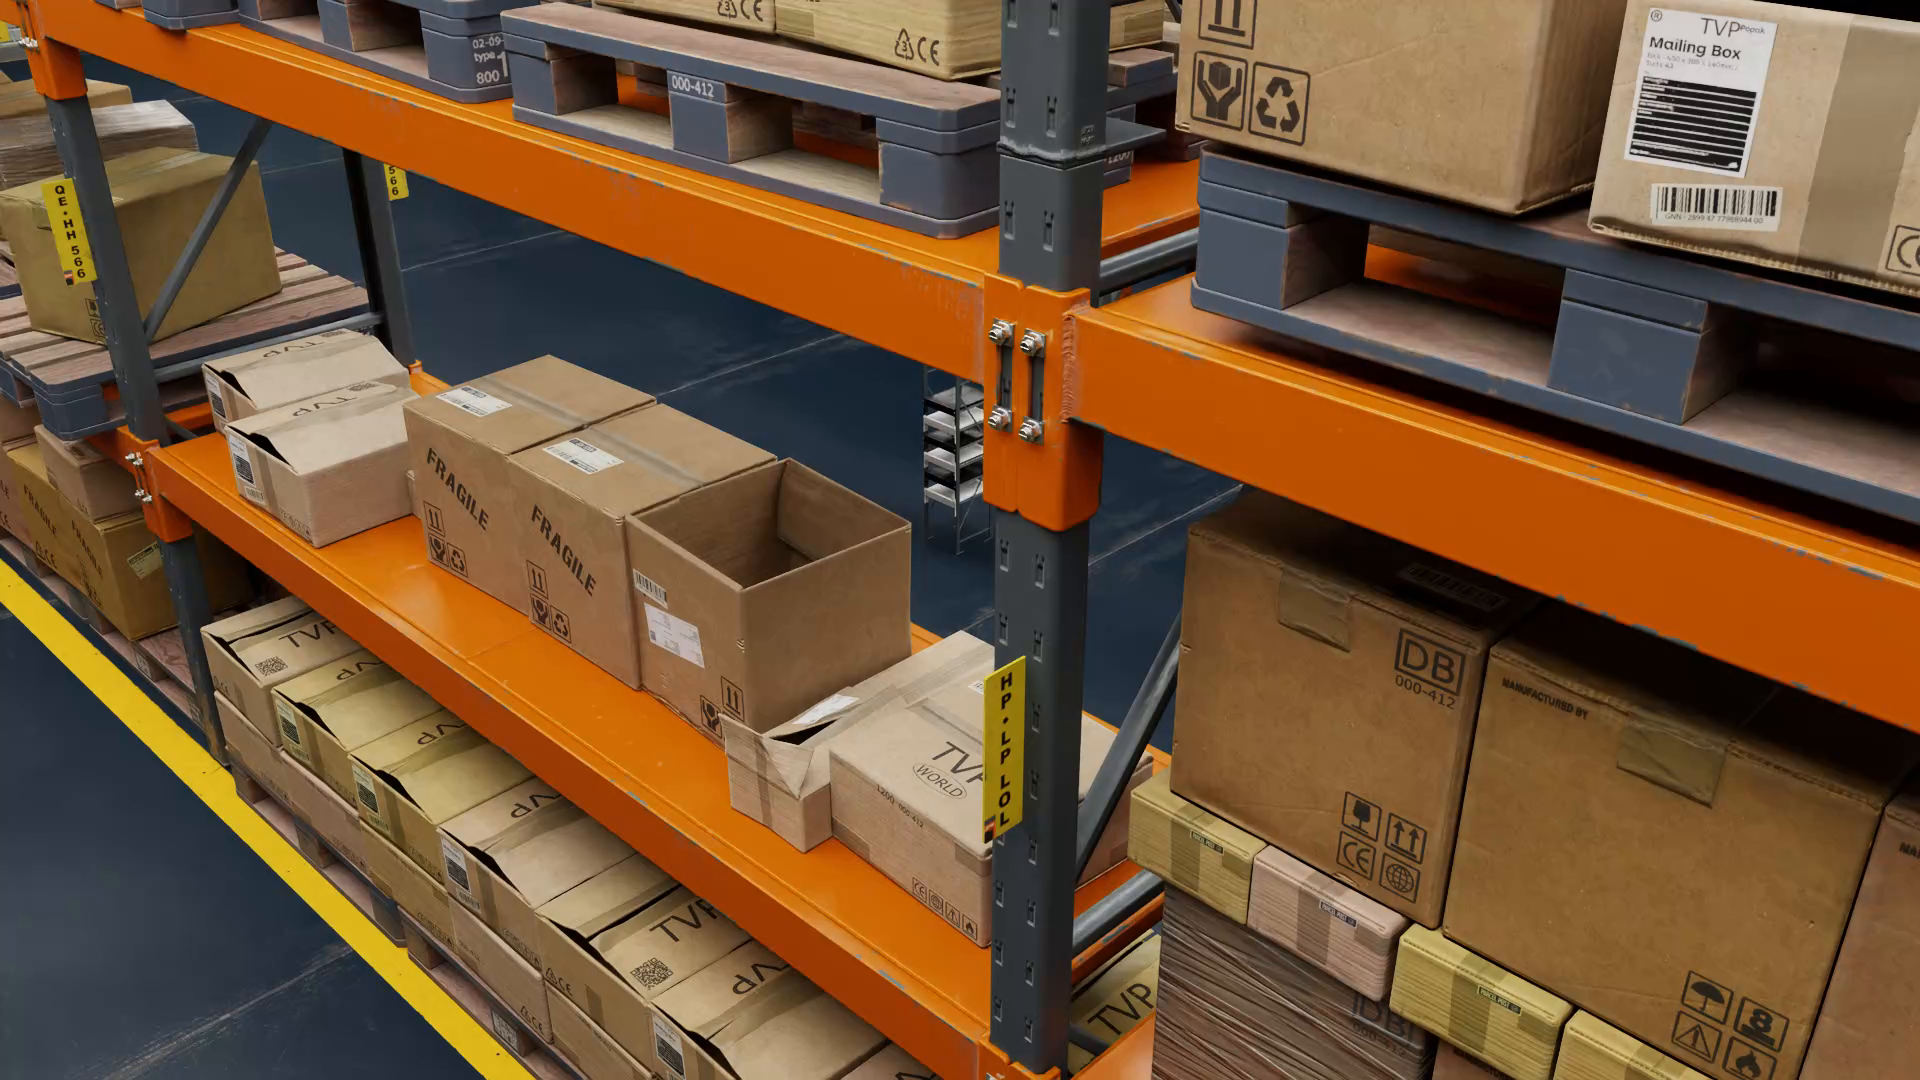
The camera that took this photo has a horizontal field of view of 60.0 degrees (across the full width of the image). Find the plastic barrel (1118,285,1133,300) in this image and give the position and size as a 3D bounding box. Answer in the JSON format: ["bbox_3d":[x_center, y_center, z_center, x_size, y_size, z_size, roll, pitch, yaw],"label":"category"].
[{"bbox_3d":[0.709,-1.689,9.619,0.708,0.830,0.600,25,36,38],"label":"plastic barrel"}]

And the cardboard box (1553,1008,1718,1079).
[{"bbox_3d":[1.055,0.710,2.373,0.250,0.149,0.380,24,36,38],"label":"cardboard box"}]

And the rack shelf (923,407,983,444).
[{"bbox_3d":[-0.006,-0.531,7.477,0.200,0.077,0.258,25,36,38],"label":"rack shelf"}]

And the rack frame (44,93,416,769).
[{"bbox_3d":[-2.405,-0.667,5.795,0.127,3.000,1.000,25,36,38],"label":"rack frame"}]

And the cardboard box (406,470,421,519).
[{"bbox_3d":[-1.456,-0.158,5.097,0.380,0.149,0.250,-22,35,-36],"label":"cardboard box"}]

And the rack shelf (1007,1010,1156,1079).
[{"bbox_3d":[1.873,1.610,2.239,4.000,0.370,1.077,25,36,38],"label":"rack shelf"}]

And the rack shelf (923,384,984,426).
[{"bbox_3d":[-0.006,-0.610,7.435,0.200,0.077,0.258,25,36,38],"label":"rack shelf"}]

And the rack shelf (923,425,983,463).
[{"bbox_3d":[-0.006,-0.451,7.519,0.200,0.077,0.258,25,36,38],"label":"rack shelf"}]

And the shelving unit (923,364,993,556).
[{"bbox_3d":[-0.006,-0.401,7.546,0.210,0.900,0.258,25,36,38],"label":"shelving unit"}]

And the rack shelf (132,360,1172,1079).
[{"bbox_3d":[-0.979,0.304,4.721,4.000,0.370,1.077,25,36,38],"label":"rack shelf"}]

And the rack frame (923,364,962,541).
[{"bbox_3d":[-0.078,-0.434,7.609,0.006,0.900,0.240,25,36,38],"label":"rack frame"}]

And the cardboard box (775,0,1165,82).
[{"bbox_3d":[0.014,-1.013,2.940,0.500,0.250,0.500,-21,34,-34],"label":"cardboard box"}]

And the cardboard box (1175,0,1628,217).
[{"bbox_3d":[0.621,-0.729,1.982,0.500,0.500,0.500,-22,35,-35],"label":"cardboard box"}]

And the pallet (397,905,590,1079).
[{"bbox_3d":[-0.980,1.247,5.151,1.213,0.211,1.003,25,36,38],"label":"pallet"}]

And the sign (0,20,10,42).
[{"bbox_3d":[-4.871,-2.670,8.360,0.005,0.325,0.100,25,36,38],"label":"sign"}]

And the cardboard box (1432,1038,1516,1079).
[{"bbox_3d":[1.149,0.907,2.695,0.500,0.500,0.700,24,36,38],"label":"cardboard box"}]

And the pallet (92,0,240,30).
[{"bbox_3d":[-1.859,-1.719,4.776,1.213,0.211,1.003,-23,36,-37],"label":"pallet"}]

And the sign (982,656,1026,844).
[{"bbox_3d":[0.074,0.344,2.713,0.005,0.325,0.100,25,36,38],"label":"sign"}]

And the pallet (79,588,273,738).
[{"bbox_3d":[-2.911,0.311,6.931,1.213,0.211,1.003,25,36,38],"label":"pallet"}]

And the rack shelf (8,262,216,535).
[{"bbox_3d":[-3.831,-1.001,7.203,4.000,0.370,1.077,25,36,38],"label":"rack shelf"}]

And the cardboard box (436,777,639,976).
[{"bbox_3d":[-1.128,0.888,4.739,0.500,0.311,0.500,24,36,38],"label":"cardboard box"}]

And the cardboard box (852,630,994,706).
[{"bbox_3d":[-0.041,0.393,4.050,0.250,0.149,0.380,25,36,38],"label":"cardboard box"}]

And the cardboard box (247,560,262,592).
[{"bbox_3d":[-2.907,-0.167,7.058,0.500,0.500,0.500,23,35,37],"label":"cardboard box"}]

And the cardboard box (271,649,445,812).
[{"bbox_3d":[-1.857,0.553,5.375,0.500,0.311,0.500,24,36,37],"label":"cardboard box"}]

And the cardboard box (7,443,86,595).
[{"bbox_3d":[-3.605,-0.151,7.028,0.500,0.500,0.500,23,35,37],"label":"cardboard box"}]

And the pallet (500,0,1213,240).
[{"bbox_3d":[-0.191,-0.888,3.198,1.217,0.209,0.805,23,35,36],"label":"pallet"}]

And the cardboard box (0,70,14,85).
[{"bbox_3d":[-4.542,-1.770,7.334,0.700,0.500,0.500,-19,33,-32],"label":"cardboard box"}]

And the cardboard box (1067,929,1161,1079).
[{"bbox_3d":[0.327,1.204,4.138,0.500,0.311,0.500,25,37,39],"label":"cardboard box"}]

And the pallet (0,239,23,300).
[{"bbox_3d":[-3.795,-1.215,7.043,1.213,0.211,1.003,25,36,38],"label":"pallet"}]

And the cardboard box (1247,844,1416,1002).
[{"bbox_3d":[0.682,0.541,2.694,0.380,0.149,0.250,-25,36,-38],"label":"cardboard box"}]

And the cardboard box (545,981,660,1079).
[{"bbox_3d":[-0.776,1.298,4.561,0.500,0.250,0.500,-24,36,-38],"label":"cardboard box"}]

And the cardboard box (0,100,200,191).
[{"bbox_3d":[-3.452,-1.427,6.681,0.700,0.500,0.500,-18,33,-30],"label":"cardboard box"}]

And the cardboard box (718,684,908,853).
[{"bbox_3d":[-0.309,0.472,3.774,0.258,0.266,0.396,24,36,37],"label":"cardboard box"}]

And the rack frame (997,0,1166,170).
[{"bbox_3d":[0.447,-2.017,1.916,0.127,3.000,1.000,25,36,38],"label":"rack frame"}]

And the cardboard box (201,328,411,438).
[{"bbox_3d":[-2.176,-0.494,5.562,0.500,0.311,0.500,-23,35,-36],"label":"cardboard box"}]

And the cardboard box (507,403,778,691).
[{"bbox_3d":[-0.822,0.003,4.414,0.500,0.500,0.500,25,36,38],"label":"cardboard box"}]

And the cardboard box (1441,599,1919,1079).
[{"bbox_3d":[1.129,0.327,2.403,0.500,0.500,0.700,24,36,38],"label":"cardboard box"}]

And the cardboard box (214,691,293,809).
[{"bbox_3d":[-2.238,0.633,5.827,0.500,0.250,0.500,24,36,38],"label":"cardboard box"}]

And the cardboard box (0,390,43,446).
[{"bbox_3d":[-4.012,-0.664,7.196,0.500,0.250,0.500,24,36,37],"label":"cardboard box"}]

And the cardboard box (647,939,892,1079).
[{"bbox_3d":[-0.418,1.217,4.114,0.500,0.311,0.500,-24,36,-38],"label":"cardboard box"}]

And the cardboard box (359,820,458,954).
[{"bbox_3d":[-1.504,0.964,5.196,0.500,0.250,0.500,23,36,37],"label":"cardboard box"}]
